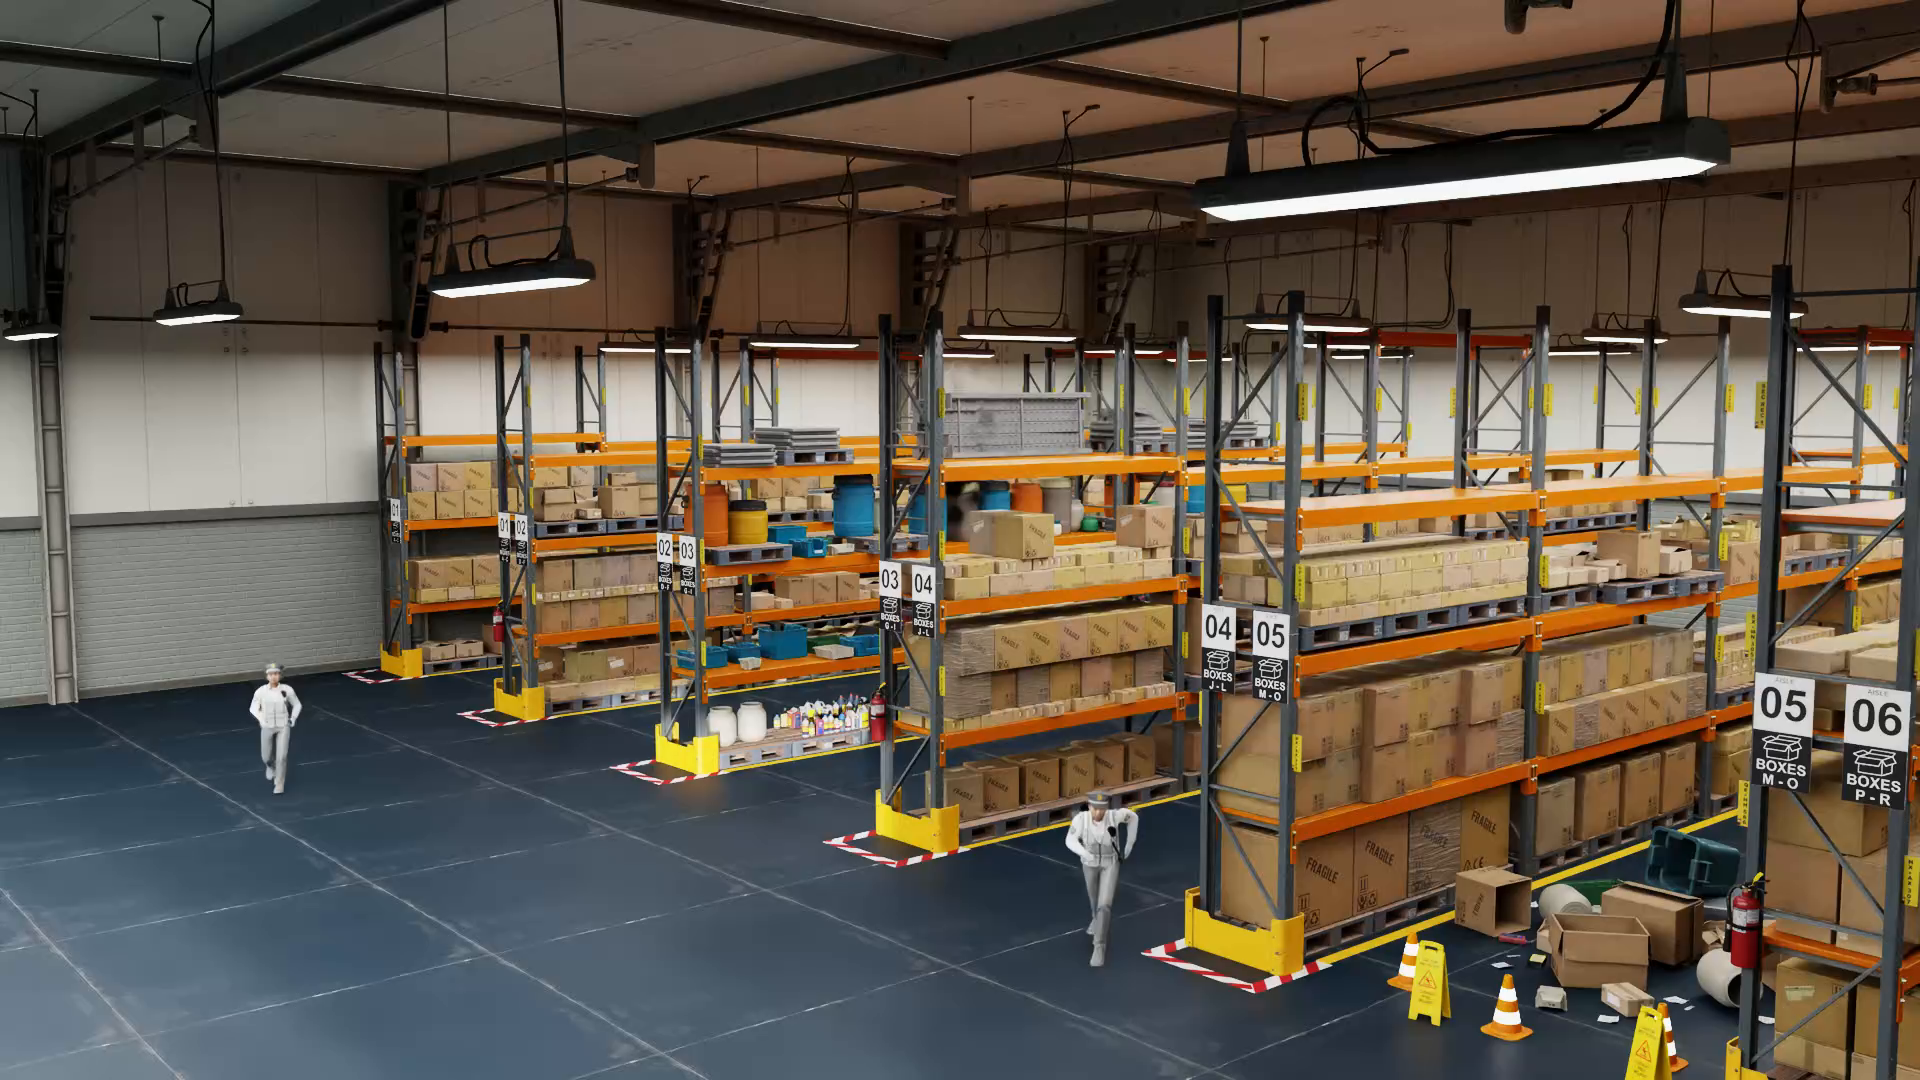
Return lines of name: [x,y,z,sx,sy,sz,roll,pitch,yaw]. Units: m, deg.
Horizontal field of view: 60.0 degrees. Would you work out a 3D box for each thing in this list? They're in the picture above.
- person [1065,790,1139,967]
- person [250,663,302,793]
person: [1.303,3.016,15.239,0.655,1.630,0.948,1,5,7]
person: [-8.791,2.393,21.396,0.620,1.650,0.652,-2,6,-20]
